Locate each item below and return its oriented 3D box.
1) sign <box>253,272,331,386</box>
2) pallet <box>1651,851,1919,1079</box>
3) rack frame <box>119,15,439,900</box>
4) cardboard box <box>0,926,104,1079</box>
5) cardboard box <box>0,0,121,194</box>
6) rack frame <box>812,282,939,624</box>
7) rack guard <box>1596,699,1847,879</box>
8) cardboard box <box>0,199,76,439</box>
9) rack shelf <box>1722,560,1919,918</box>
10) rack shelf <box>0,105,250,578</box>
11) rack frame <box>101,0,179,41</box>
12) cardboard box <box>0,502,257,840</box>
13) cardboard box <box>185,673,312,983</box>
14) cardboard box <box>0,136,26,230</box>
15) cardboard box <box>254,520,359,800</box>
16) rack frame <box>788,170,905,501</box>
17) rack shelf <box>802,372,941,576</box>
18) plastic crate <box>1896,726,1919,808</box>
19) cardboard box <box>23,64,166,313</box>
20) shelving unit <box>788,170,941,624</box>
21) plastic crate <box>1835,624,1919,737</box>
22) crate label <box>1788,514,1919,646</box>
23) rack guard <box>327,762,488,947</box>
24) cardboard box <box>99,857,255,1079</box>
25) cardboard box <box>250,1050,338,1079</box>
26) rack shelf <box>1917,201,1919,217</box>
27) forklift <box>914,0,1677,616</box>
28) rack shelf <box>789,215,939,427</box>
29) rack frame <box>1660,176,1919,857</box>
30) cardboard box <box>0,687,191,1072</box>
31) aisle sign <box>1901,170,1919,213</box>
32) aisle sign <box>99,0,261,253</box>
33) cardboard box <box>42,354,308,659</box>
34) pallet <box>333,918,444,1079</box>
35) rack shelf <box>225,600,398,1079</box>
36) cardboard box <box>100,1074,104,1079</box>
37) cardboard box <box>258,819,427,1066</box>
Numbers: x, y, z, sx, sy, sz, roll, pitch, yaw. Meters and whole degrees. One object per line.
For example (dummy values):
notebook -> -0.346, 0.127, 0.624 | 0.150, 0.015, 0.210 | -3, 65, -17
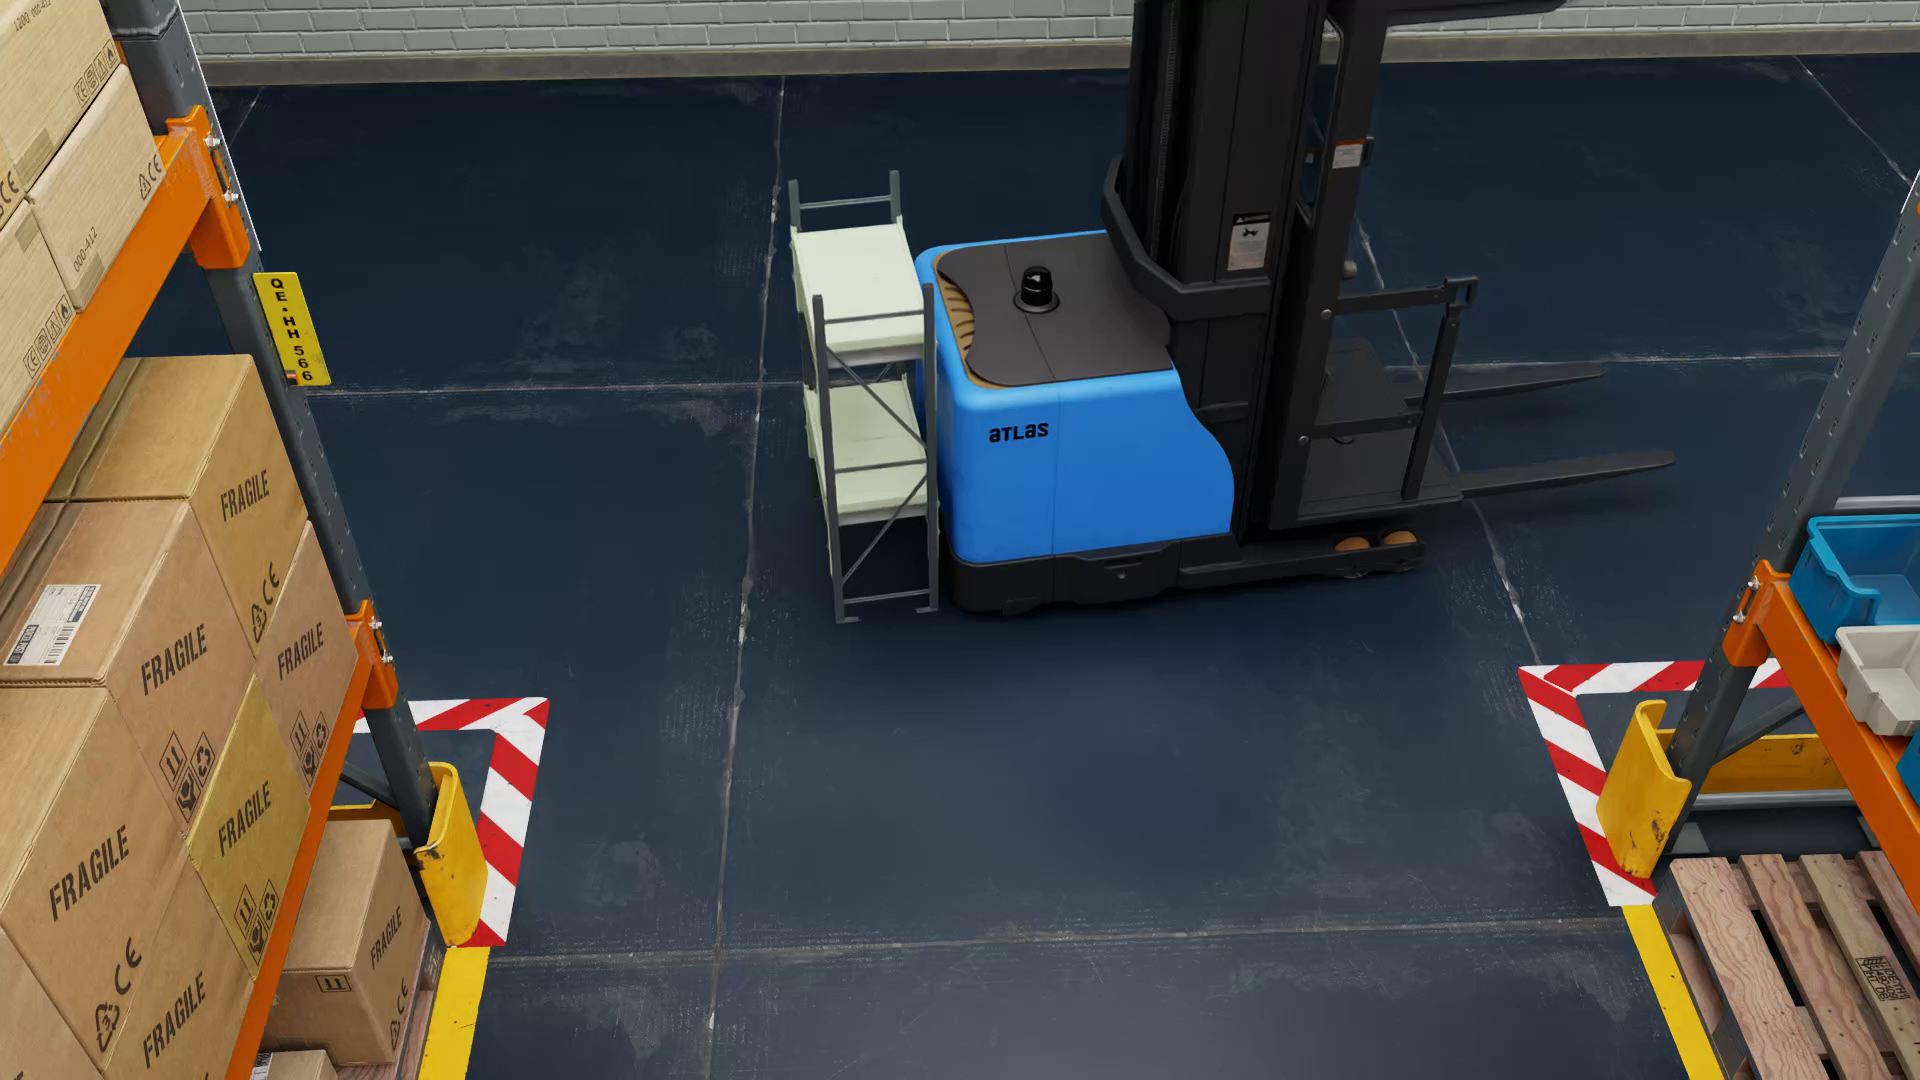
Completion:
sign -> -1.599, -0.502, 3.987 | 0.100, 0.325, 0.005 | -2, 43, -2
pallet -> 2.791, 1.490, 4.968 | 1.003, 0.211, 1.213 | -2, 43, -2
rack frame -> -2.155, 0.044, 4.482 | 1.000, 3.000, 0.127 | -2, 43, -2
cardboard box -> -1.790, 0.968, 2.660 | 0.500, 0.500, 0.500 | 0, 43, 0
cardboard box -> -1.878, -0.852, 2.980 | 0.500, 0.250, 0.500 | -2, 43, -2
rack frame -> -0.282, -0.260, 5.923 | 0.400, 1.500, 0.023 | -7, 43, -8
rack guard -> 2.780, 0.810, 5.497 | 1.175, 0.500, 0.348 | -2, 43, -2
cardboard box -> -1.859, -0.330, 2.781 | 0.500, 0.250, 0.500 | -2, 43, -2
rack shelf -> 2.879, 1.519, 3.405 | 1.077, 0.370, 4.000 | -2, 43, -2
rack shelf -> -2.070, 0.553, 2.239 | 1.077, 0.370, 4.000 | -2, 43, -2
rack frame -> -2.155, -2.168, 2.455 | 1.000, 3.000, 0.127 | -2, 43, -2
cardboard box -> -1.839, 0.272, 3.420 | 0.500, 0.500, 0.500 | -1, 43, -1
cardboard box -> -1.838, 0.652, 3.745 | 0.500, 0.500, 0.500 | -1, 43, -1
cardboard box -> -1.857, -0.514, 2.612 | 0.500, 0.250, 0.500 | -2, 43, -2
cardboard box -> -1.864, 0.301, 4.127 | 0.500, 0.500, 0.500 | 0, 43, 0
rack frame -> -0.415, -0.746, 6.454 | 0.400, 1.500, 0.023 | -7, 43, -8
rack shelf -> -0.348, -0.263, 6.409 | 0.431, 0.370, 0.720 | -7, 43, -8
plastic crate -> 2.504, 0.564, 3.994 | 0.416, 0.233, 0.300 | -2, 43, -2
cardboard box -> -1.869, -0.667, 3.149 | 0.500, 0.250, 0.500 | -2, 43, -2
shelving unit -> -0.348, -0.503, 6.189 | 0.431, 1.500, 0.755 | -7, 43, -8
plastic crate -> 2.407, 0.374, 4.273 | 0.250, 0.136, 0.298 | -2, 43, -2
crate label -> 2.476, 0.120, 4.479 | 0.416, 0.233, 0.303 | -2, 43, -2
rack guard -> -2.151, 1.016, 5.271 | 1.175, 0.500, 0.348 | -2, 43, -2
cardboard box -> -1.822, 0.989, 3.378 | 0.500, 0.500, 0.500 | -1, 43, -1
cardboard box -> -1.958, 1.562, 4.597 | 0.380, 0.166, 0.250 | -2, 43, -2
rack shelf -> 2.879, 0.414, 2.391 | 1.077, 0.370, 4.000 | -2, 43, -2
forklift -> 1.376, -1.275, 5.972 | 3.031, 2.935, 1.130 | -7, 43, -8
rack shelf -> -0.349, -0.791, 5.925 | 0.431, 0.370, 0.720 | -7, 43, -8
rack frame -> 2.794, -0.096, 4.635 | 1.000, 3.000, 0.127 | -2, 43, -2
cardboard box -> -1.812, 0.622, 3.038 | 0.500, 0.500, 0.500 | -1, 43, -1
aisle sign -> 2.495, -1.094, 3.800 | 0.394, 0.787, 0.004 | -2, 43, -2
aisle sign -> -1.852, -0.969, 3.664 | 0.394, 0.787, 0.004 | -2, 43, -2
cardboard box -> -1.861, -0.069, 3.792 | 0.500, 0.500, 0.500 | -2, 43, -2
pallet -> -2.117, 1.661, 4.782 | 1.003, 0.211, 1.213 | -2, 43, -2
rack shelf -> -2.070, 1.659, 3.252 | 1.077, 0.370, 4.000 | -2, 43, -2
cardboard box -> -1.801, 1.329, 3.007 | 0.500, 0.500, 0.500 | -2, 43, -2
cardboard box -> -1.885, 1.163, 4.786 | 0.500, 0.500, 0.500 | -2, 43, -2
